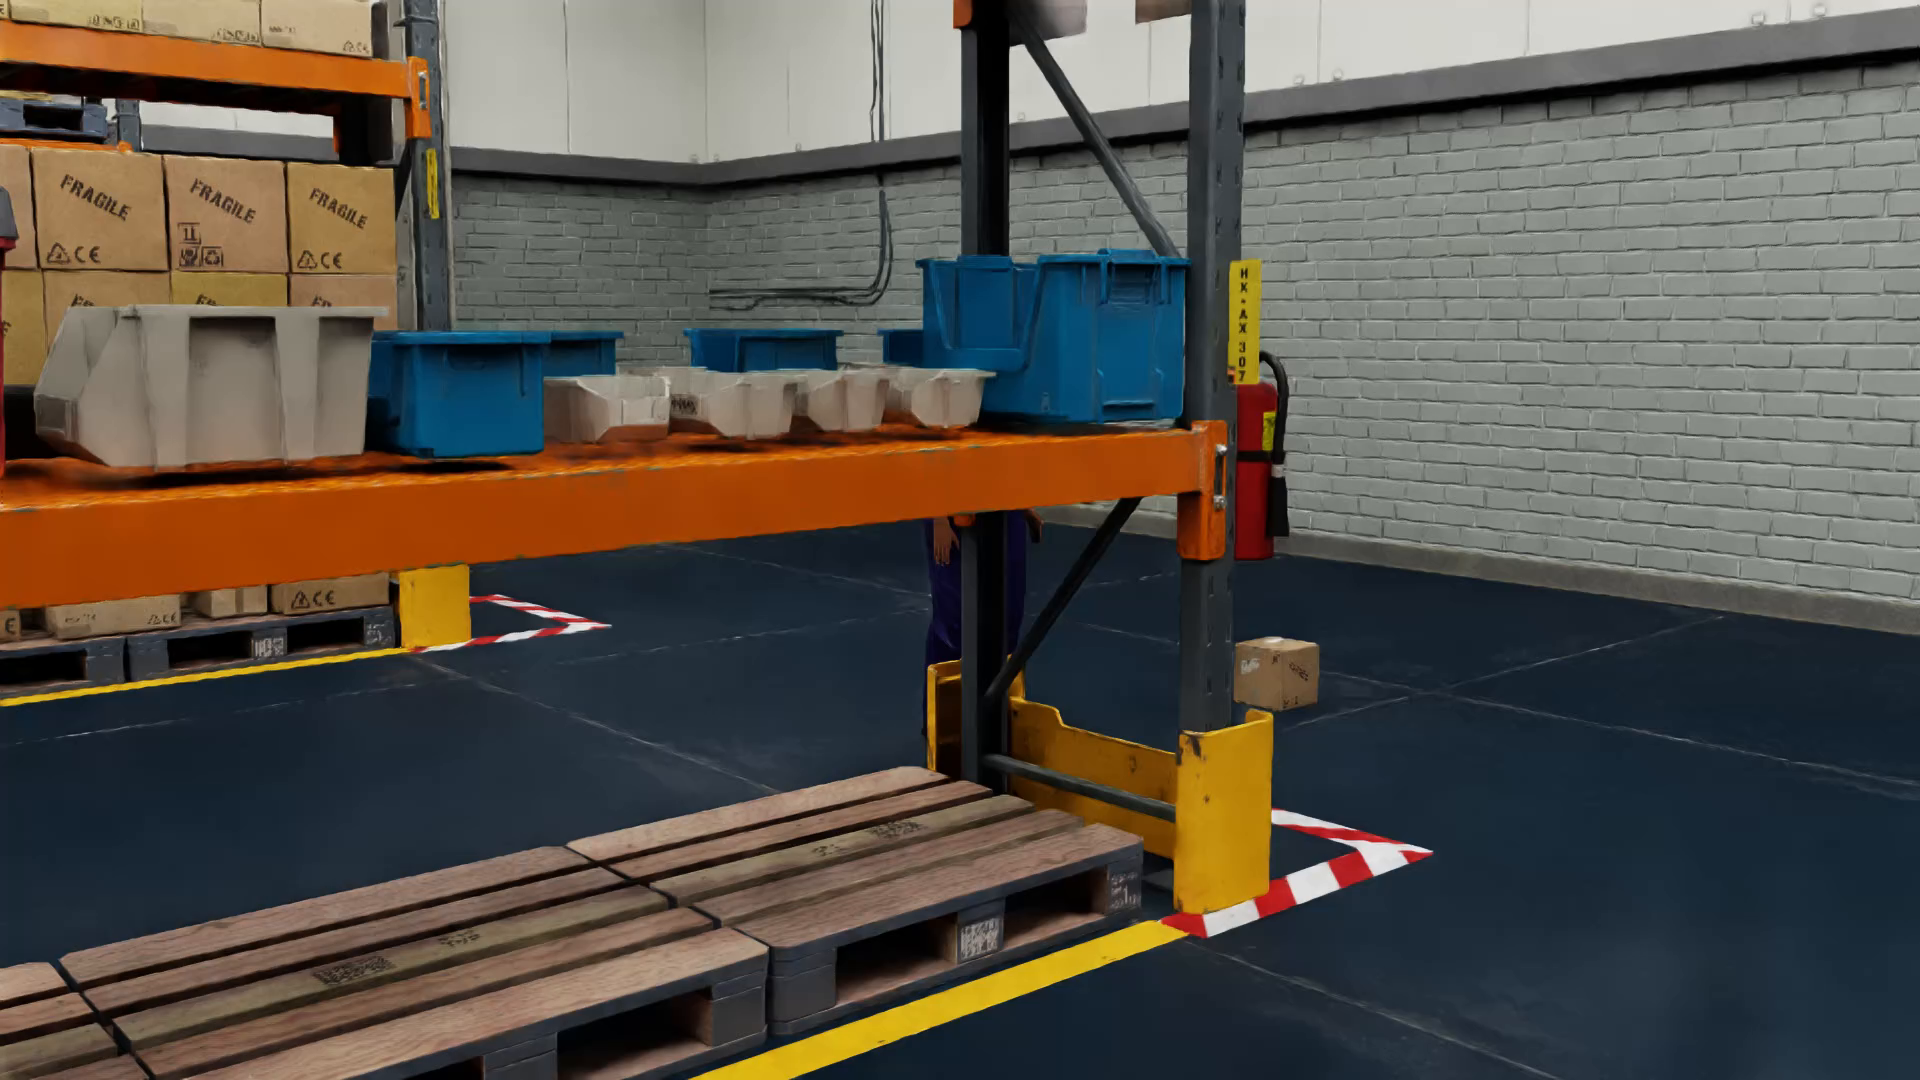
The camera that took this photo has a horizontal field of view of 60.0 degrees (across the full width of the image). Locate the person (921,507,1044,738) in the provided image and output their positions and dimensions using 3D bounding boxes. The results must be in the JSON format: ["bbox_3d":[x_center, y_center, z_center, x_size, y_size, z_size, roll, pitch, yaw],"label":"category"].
[{"bbox_3d":[0.069,-0.075,6.254,0.372,1.658,0.530,5,9,35],"label":"person"}]
